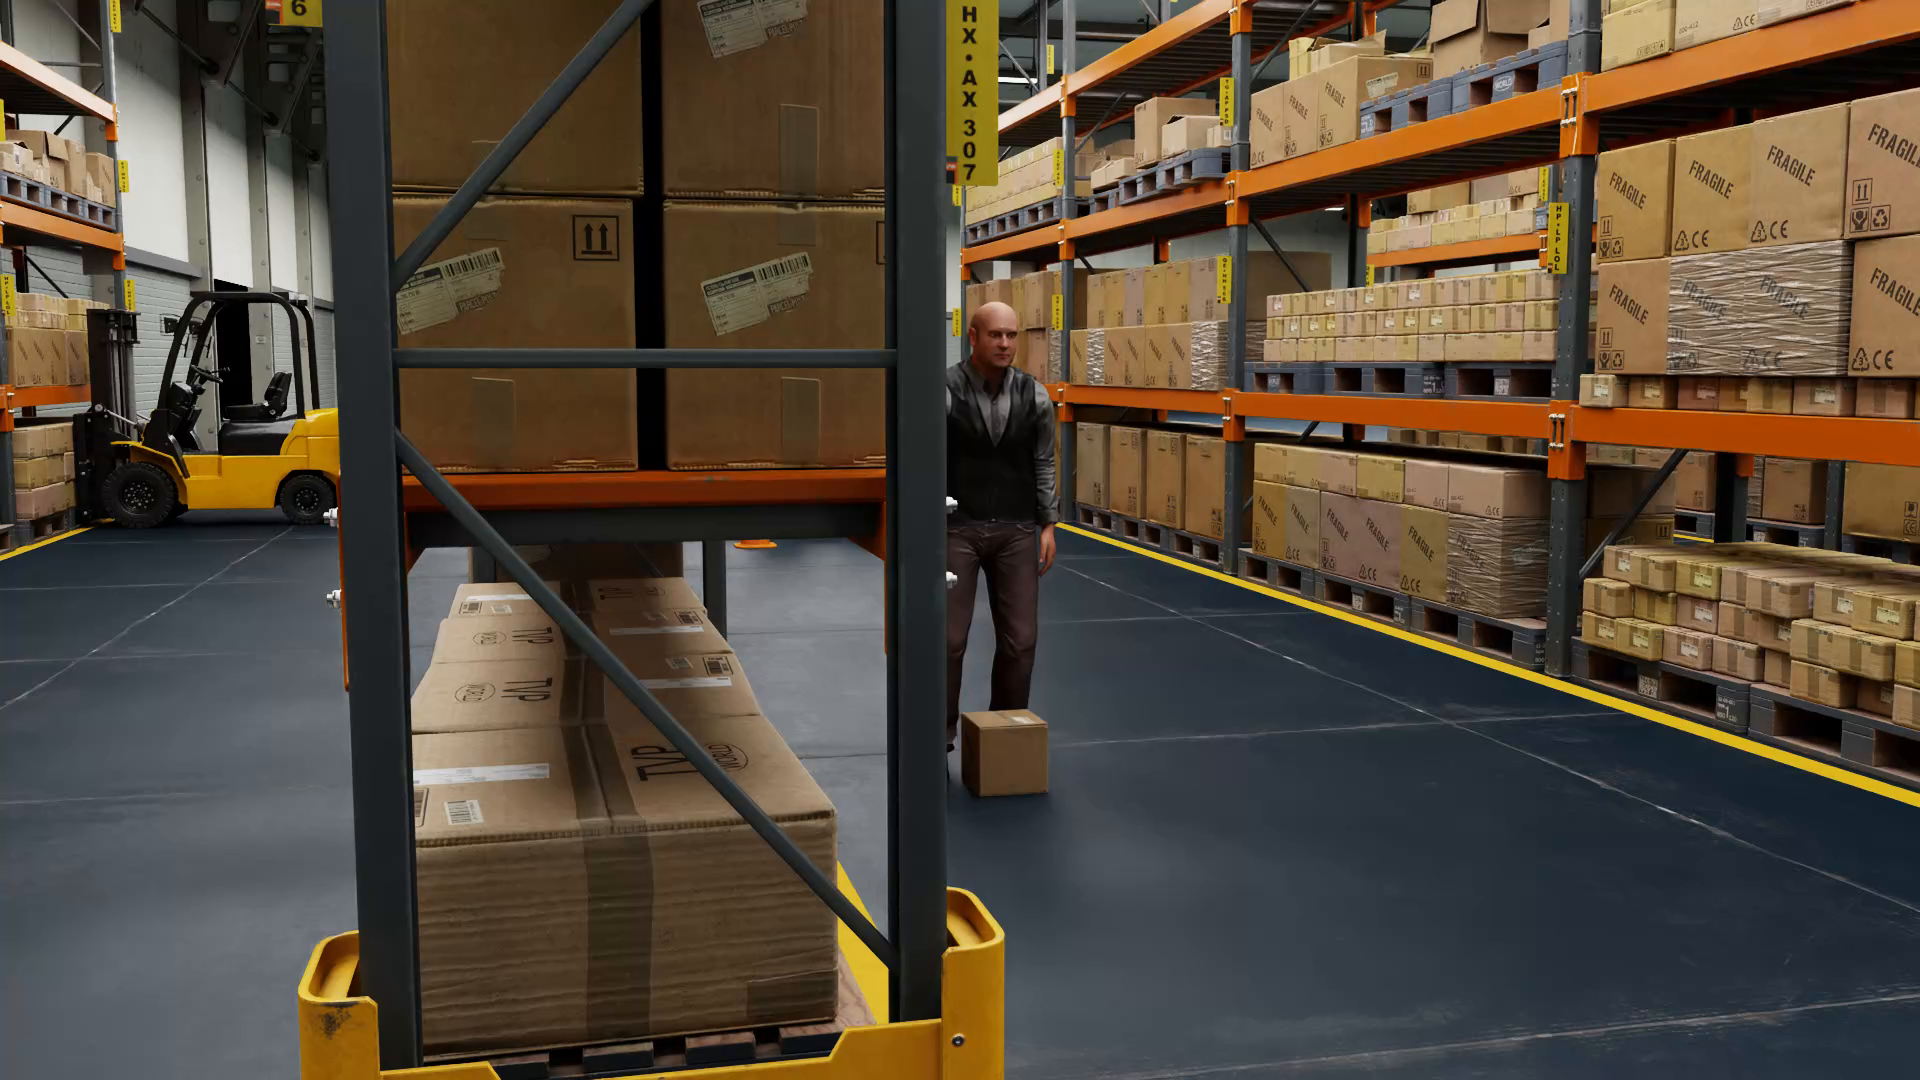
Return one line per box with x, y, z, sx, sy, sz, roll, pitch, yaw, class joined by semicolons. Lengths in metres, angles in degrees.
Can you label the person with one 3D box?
0.084;-0.005;6.108;0.579;1.719;0.418;-2;6;-16;person
